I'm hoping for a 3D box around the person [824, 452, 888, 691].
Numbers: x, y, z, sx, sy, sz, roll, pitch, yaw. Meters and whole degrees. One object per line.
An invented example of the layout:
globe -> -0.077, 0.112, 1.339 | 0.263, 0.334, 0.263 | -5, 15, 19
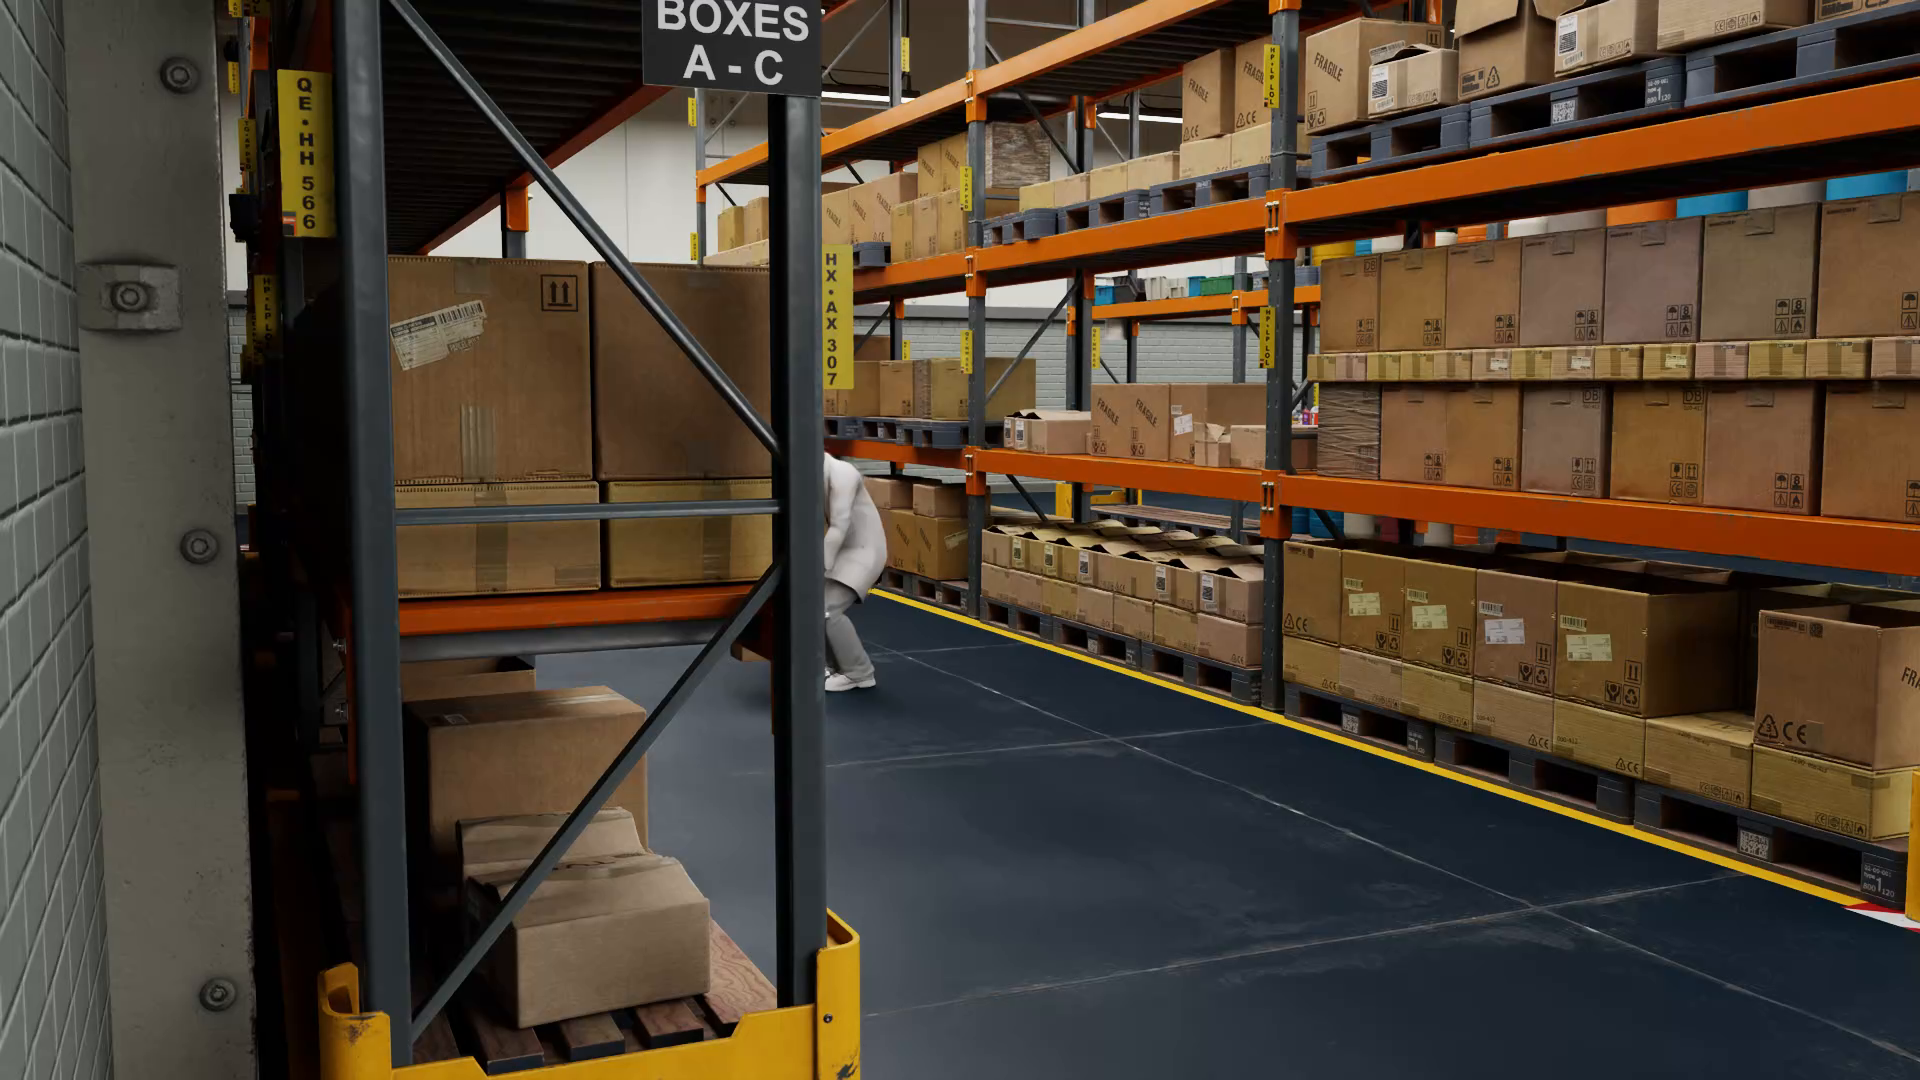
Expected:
person -> -0.732, 0.115, 9.826 | 0.636, 1.532, 0.627 | -2, 6, -23
